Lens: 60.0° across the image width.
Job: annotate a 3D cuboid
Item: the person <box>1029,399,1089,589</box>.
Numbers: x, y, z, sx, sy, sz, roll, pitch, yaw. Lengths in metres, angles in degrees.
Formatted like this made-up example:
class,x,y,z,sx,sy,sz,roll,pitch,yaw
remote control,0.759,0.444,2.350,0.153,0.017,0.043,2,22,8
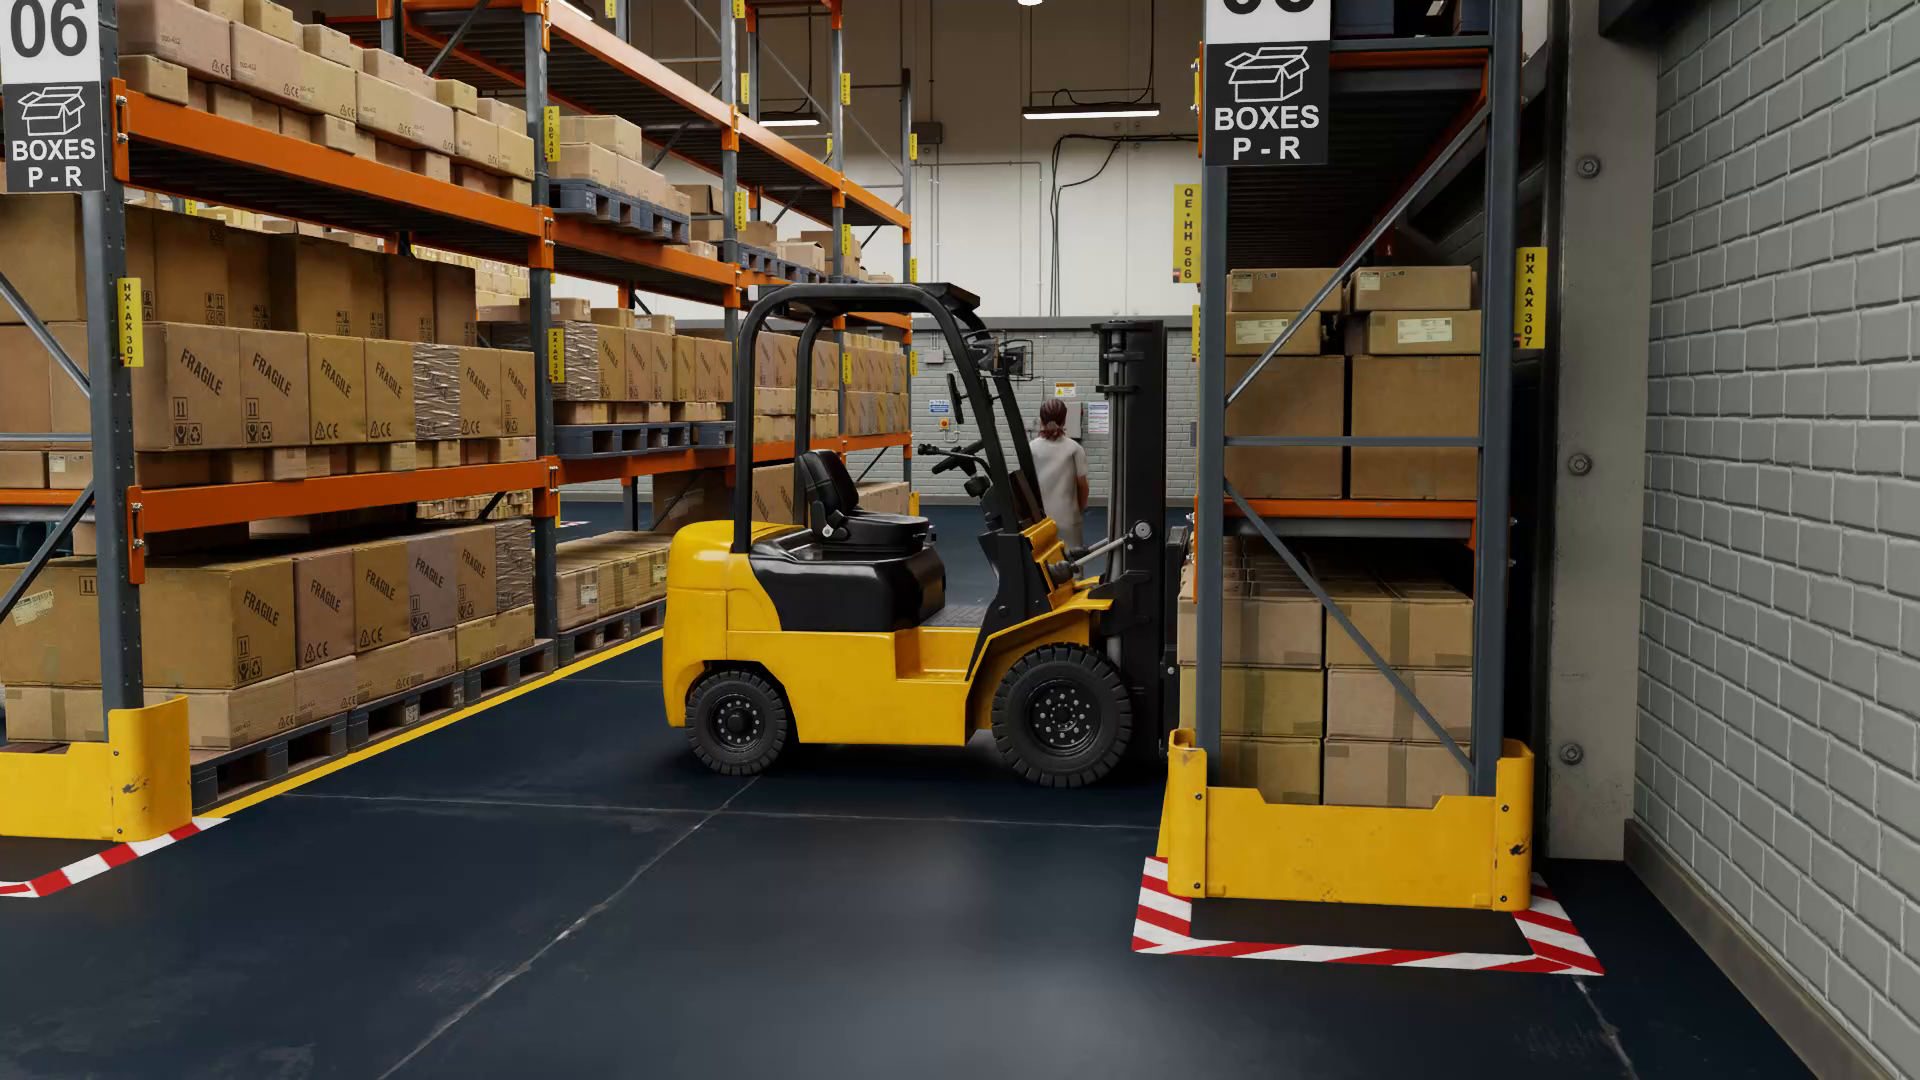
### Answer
class,x,y,z,sx,sy,sz,roll,pitch,yaw
person,0.623,-0.094,11.026,0.466,1.675,0.412,1,5,8
